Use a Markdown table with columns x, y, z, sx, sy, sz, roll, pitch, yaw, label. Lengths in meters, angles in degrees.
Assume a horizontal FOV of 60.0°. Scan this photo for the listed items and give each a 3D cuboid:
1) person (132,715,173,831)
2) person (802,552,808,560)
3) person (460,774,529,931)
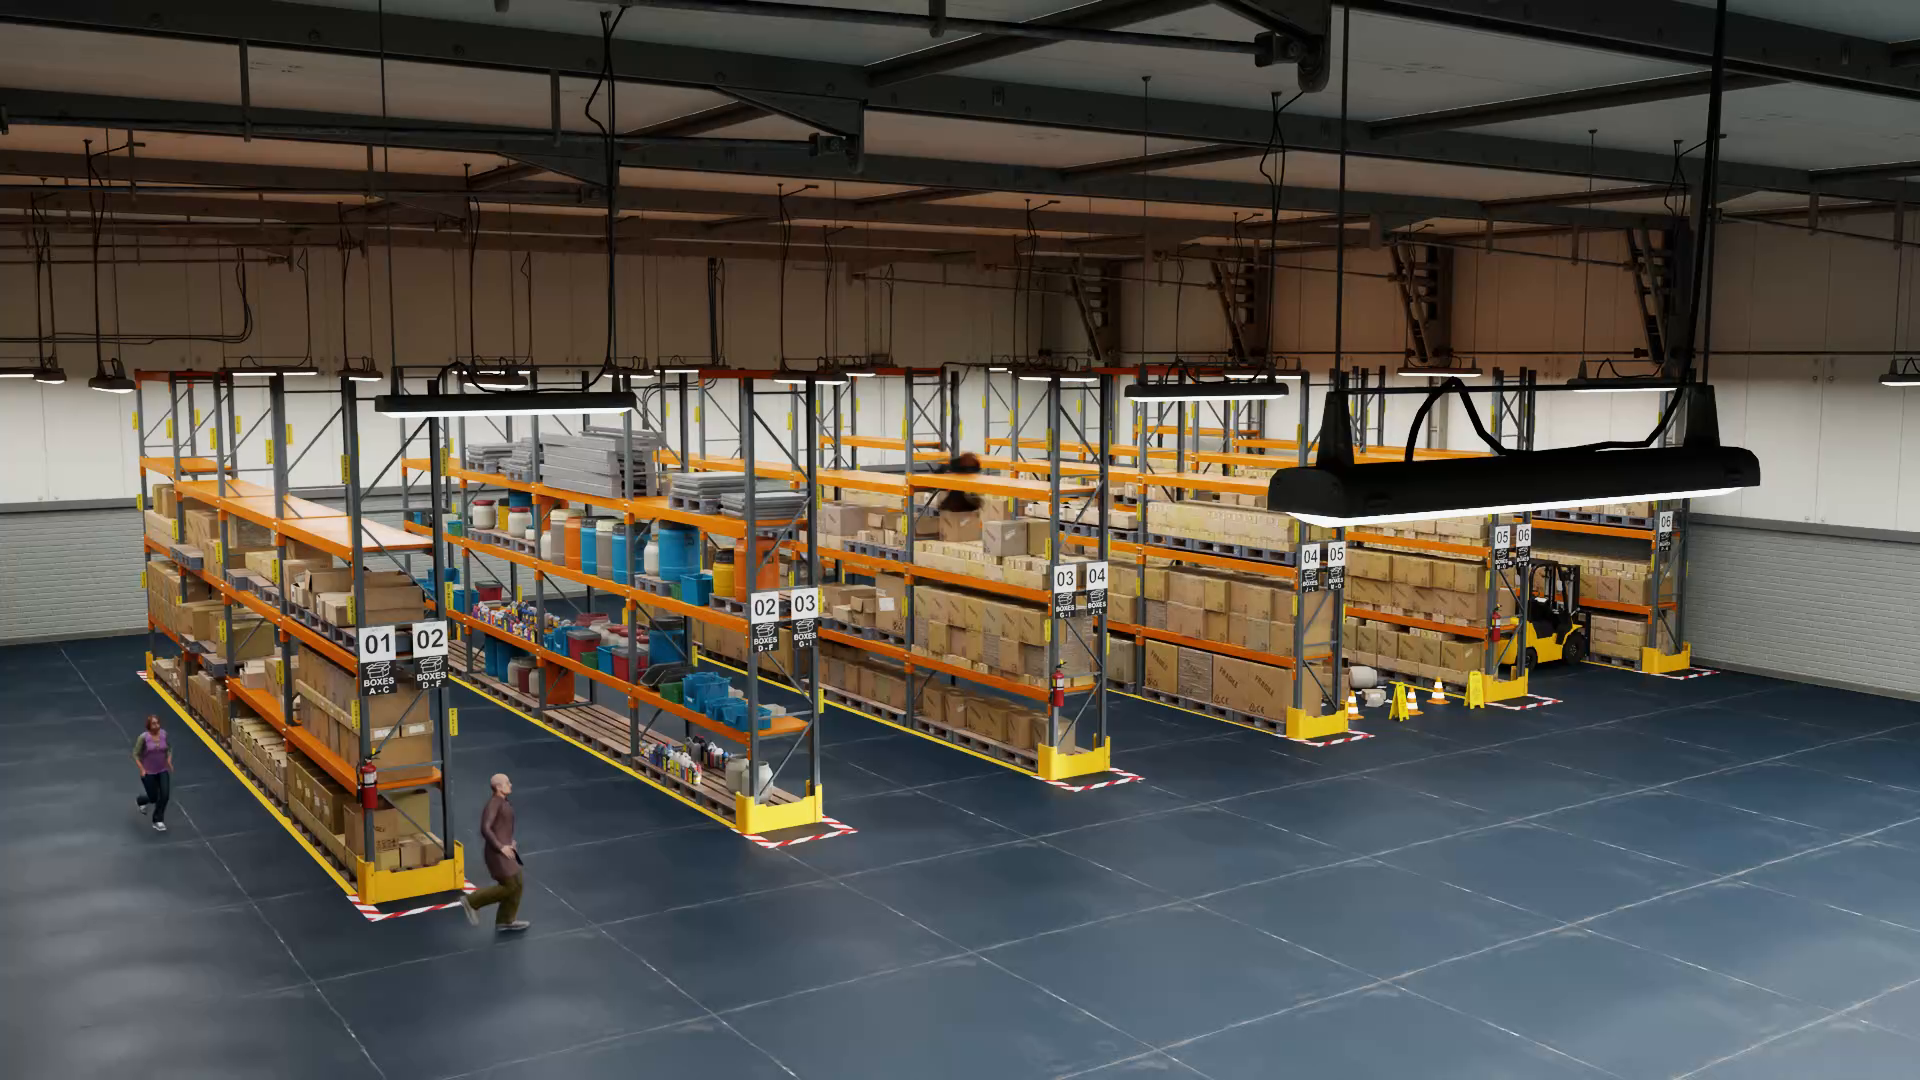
| x | y | z | sx | sy | sz | roll | pitch | yaw | label |
| --- | --- | --- | --- | --- | --- | --- | --- | --- | --- |
| -10.758 | 3.074 | 22.152 | 0.598 | 1.554 | 0.522 | 6 | 9 | 41 | person |
| -3.885 | 0.875 | 41.463 | 0.648 | 1.618 | 0.657 | -3 | 7 | -27 | person |
| -5.126 | 3.423 | 18.260 | 0.723 | 1.730 | 0.743 | -2 | 7 | -15 | person |
